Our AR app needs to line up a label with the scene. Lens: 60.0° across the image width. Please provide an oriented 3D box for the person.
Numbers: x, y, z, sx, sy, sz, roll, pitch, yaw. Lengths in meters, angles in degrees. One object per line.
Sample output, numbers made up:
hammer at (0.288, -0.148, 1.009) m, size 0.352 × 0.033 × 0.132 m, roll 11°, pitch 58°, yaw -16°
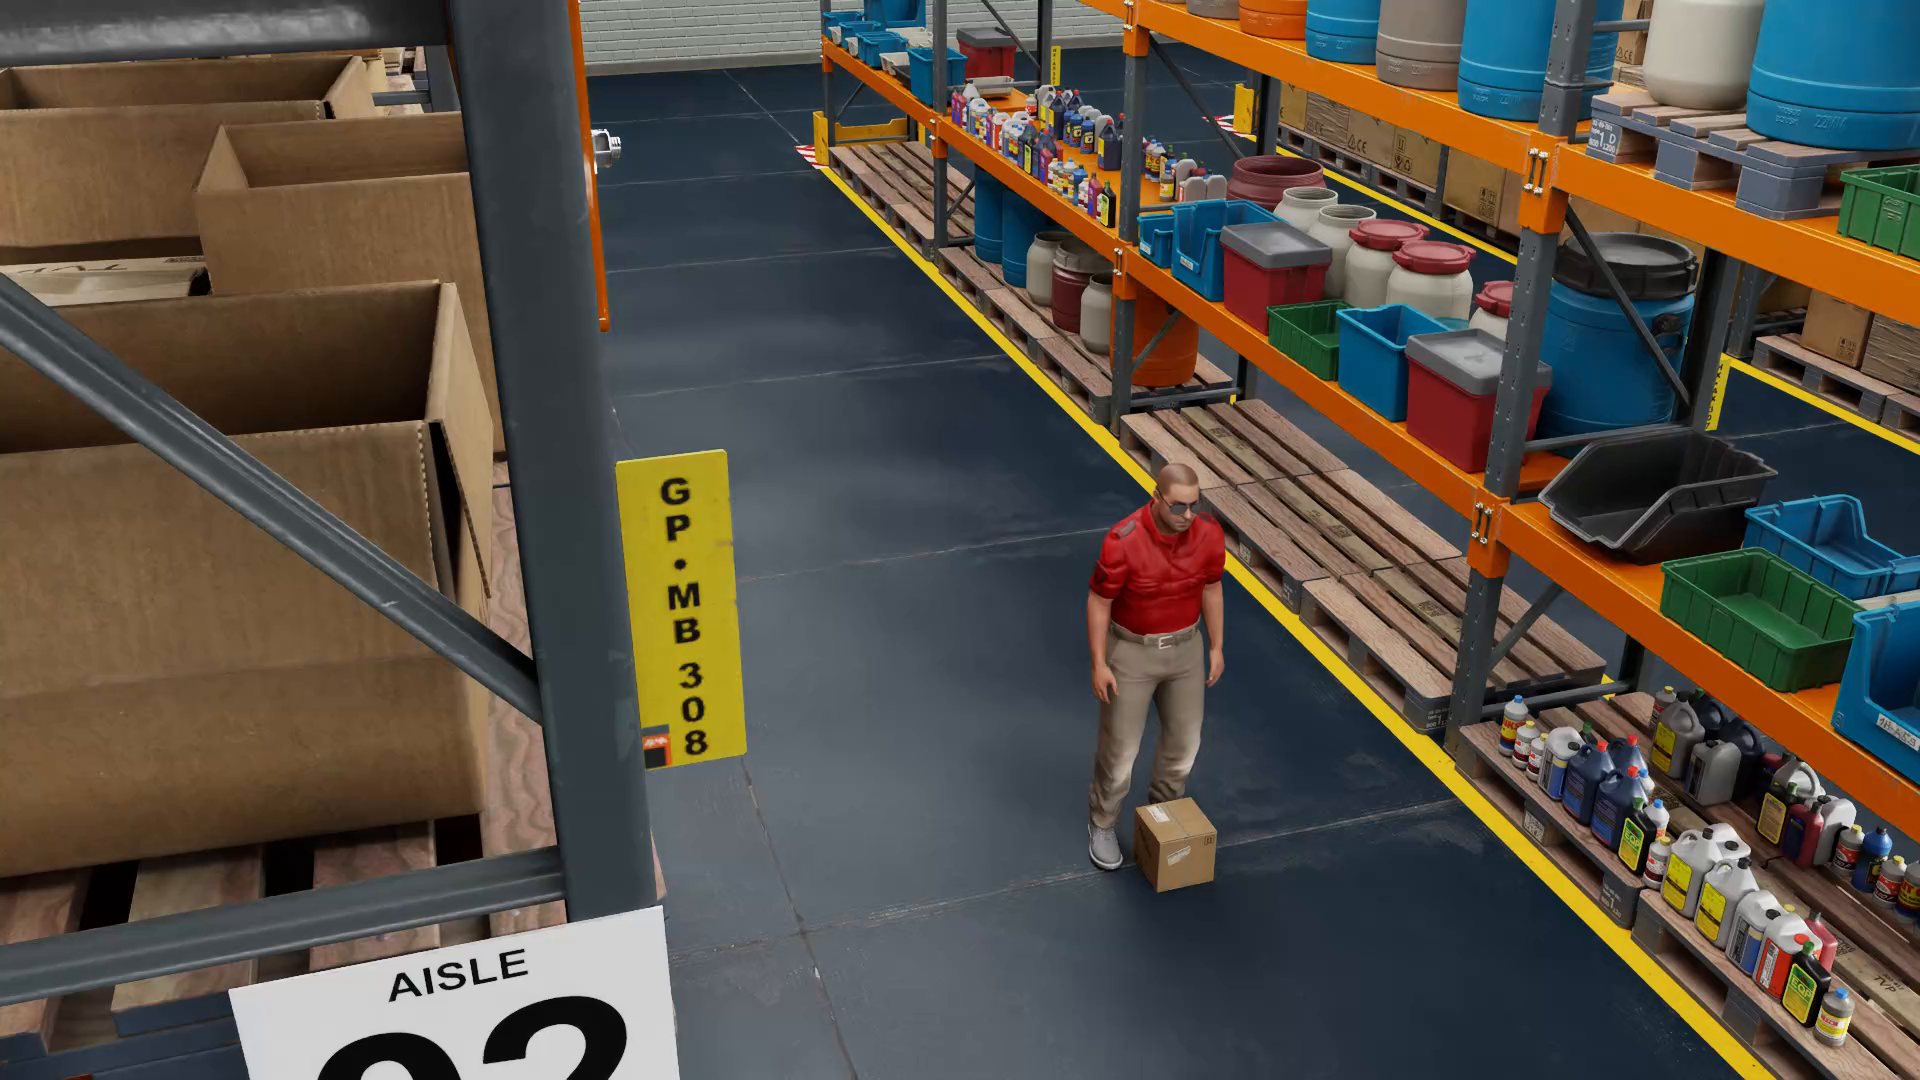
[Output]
person at (0.782, 0.472, 6.669) m, size 0.584 × 1.726 × 0.395 m, roll -8°, pitch 27°, yaw -17°
